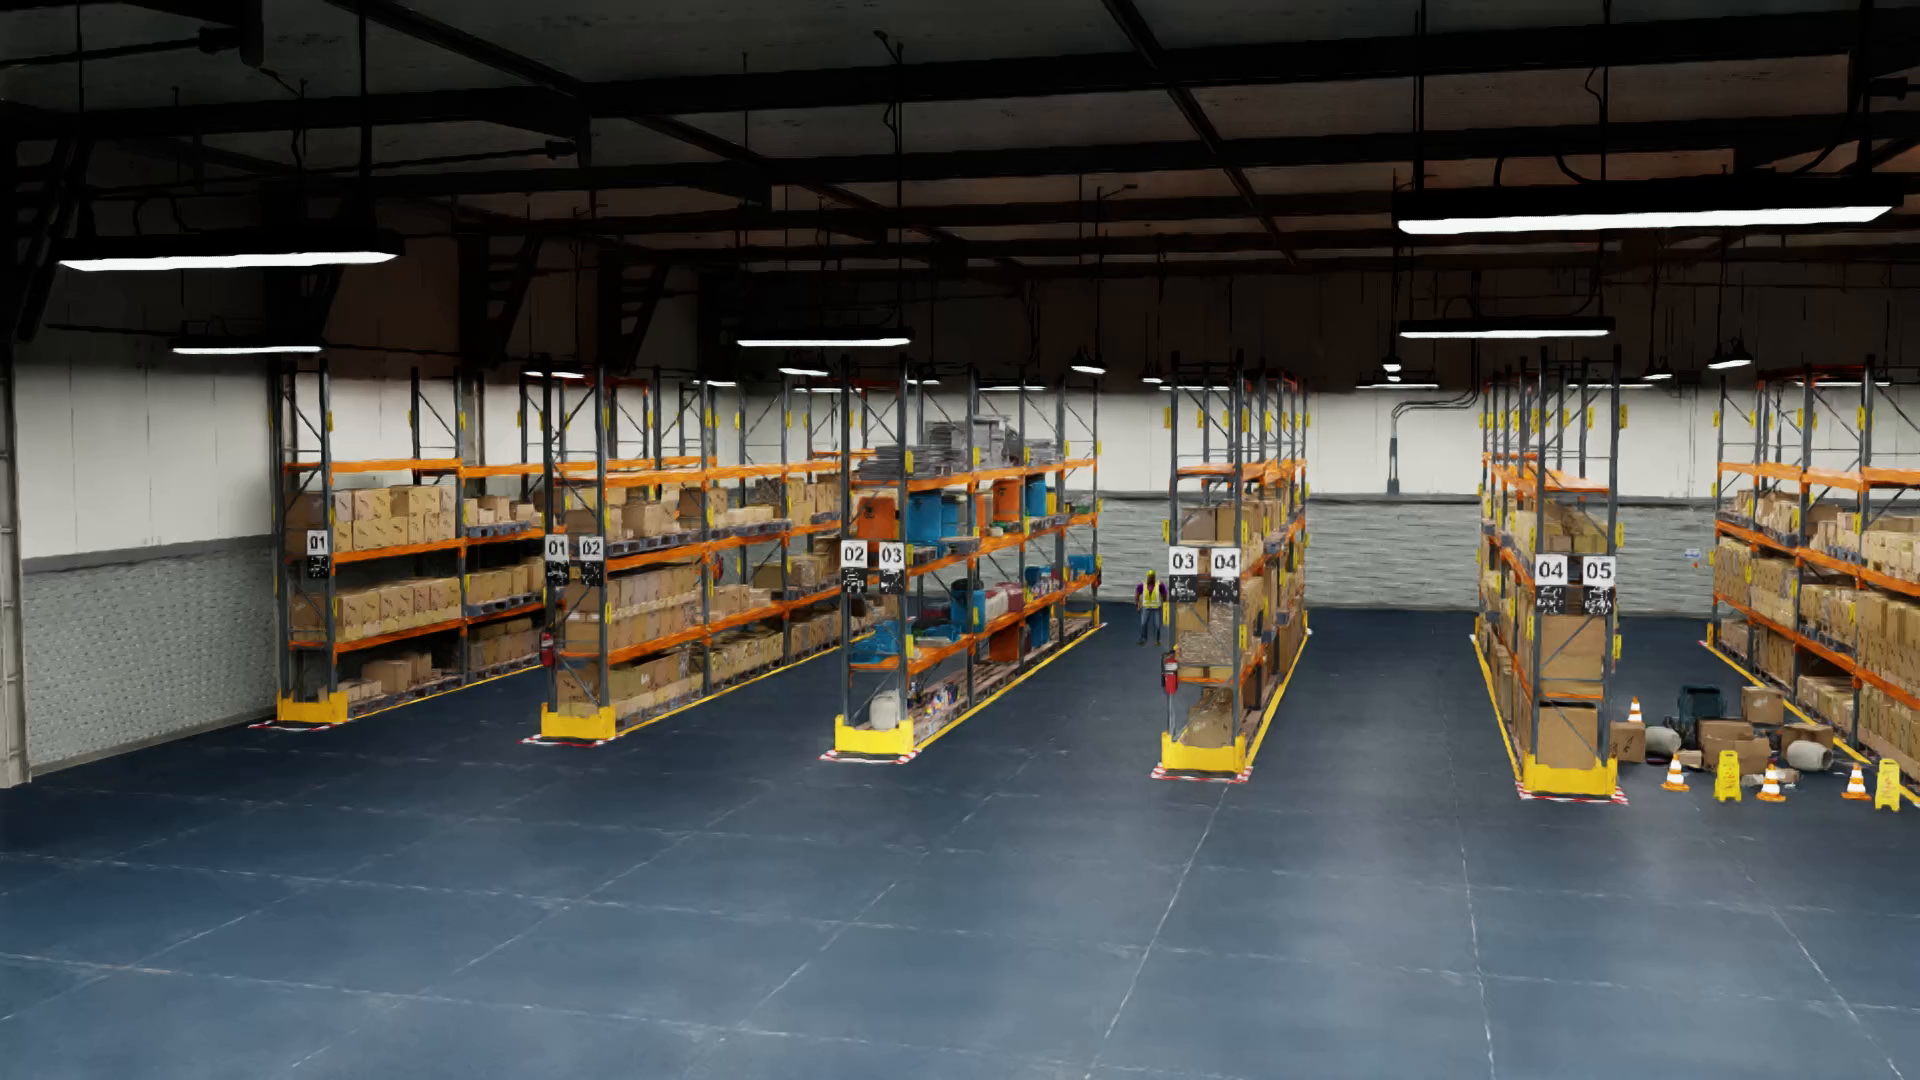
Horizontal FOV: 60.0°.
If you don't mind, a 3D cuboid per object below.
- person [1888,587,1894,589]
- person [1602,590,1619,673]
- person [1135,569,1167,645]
[{"bbox_3d":[18.602,1.711,33.334,0.642,1.752,0.692,3,5,37],"label":"person"},{"bbox_3d":[12.860,1.779,33.027,0.493,1.675,0.477,-4,6,-45],"label":"person"},{"bbox_3d":[4.248,1.495,36.993,0.719,1.714,0.578,1,4,13],"label":"person"}]
